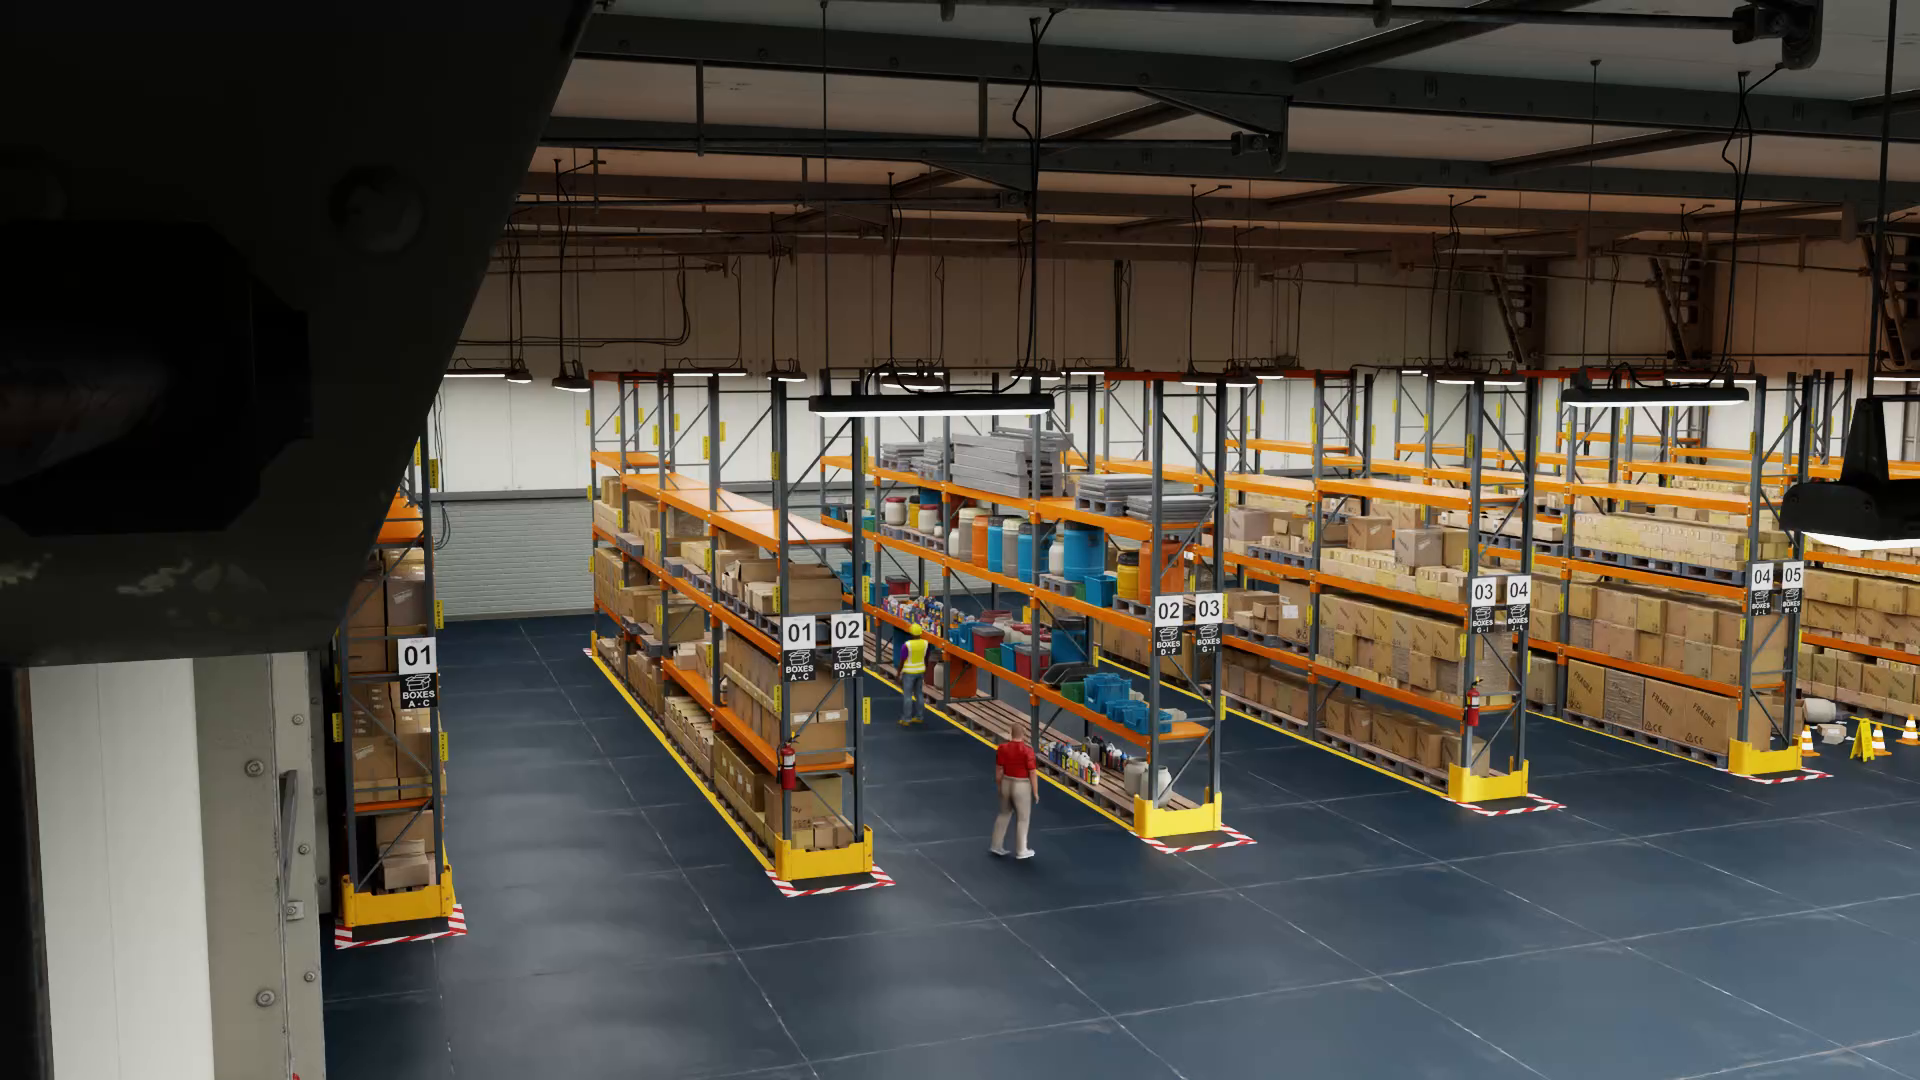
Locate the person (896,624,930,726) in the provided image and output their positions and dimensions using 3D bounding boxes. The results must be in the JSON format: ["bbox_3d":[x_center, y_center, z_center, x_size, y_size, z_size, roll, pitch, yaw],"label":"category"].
[{"bbox_3d":[-0.798,2.277,28.390,0.477,1.754,0.594,6,9,44],"label":"person"}]

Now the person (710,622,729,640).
[{"bbox_3d":[-4.696,1.844,32.881,0.497,1.686,0.512,-1,6,-9],"label":"person"}]

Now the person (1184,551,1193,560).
[{"bbox_3d":[5.771,0.781,42.110,0.551,1.732,1.029,1,6,10],"label":"person"}]

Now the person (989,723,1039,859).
[{"bbox_3d":[0.723,3.163,20.953,0.618,1.765,0.433,5,8,40],"label":"person"}]
